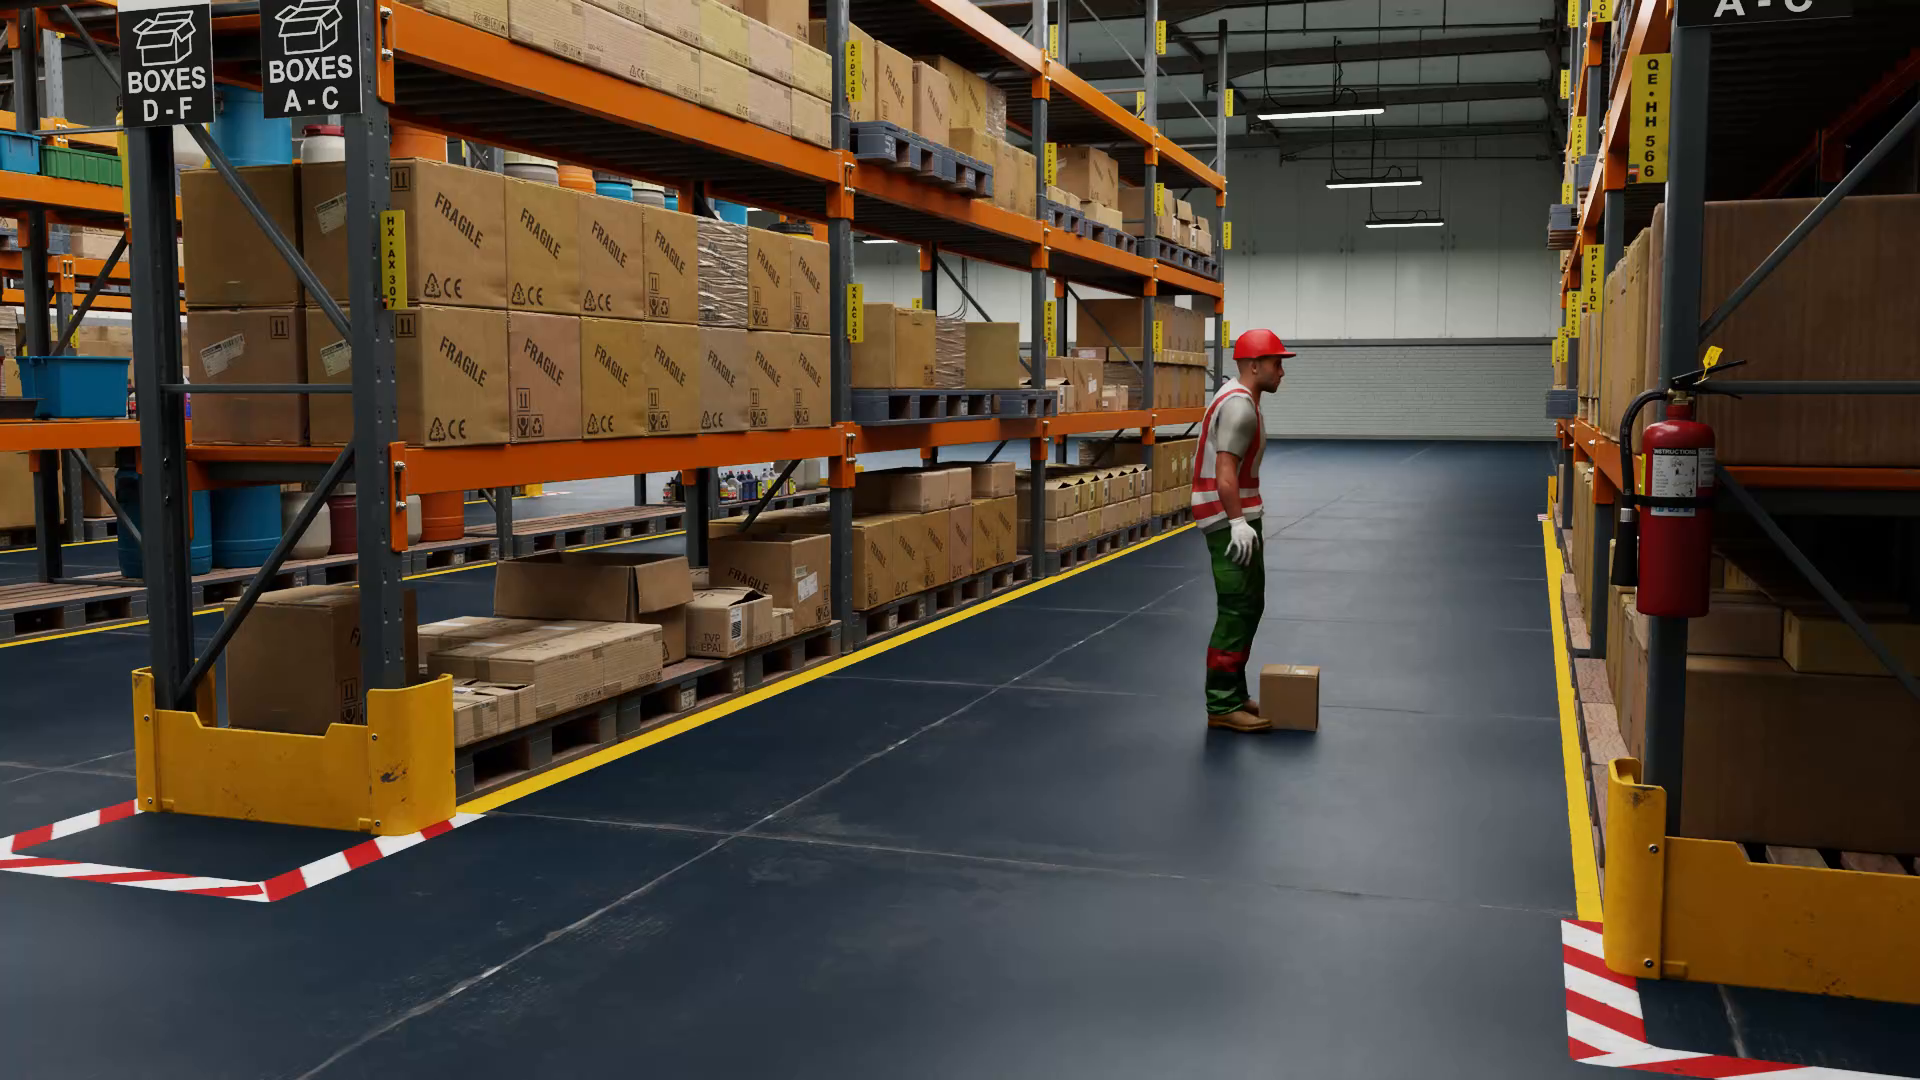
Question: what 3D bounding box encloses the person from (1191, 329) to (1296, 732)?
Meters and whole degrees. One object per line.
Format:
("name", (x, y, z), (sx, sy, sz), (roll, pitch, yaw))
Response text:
("person", (1.276, -0.059, 7.515), (0.452, 1.779, 0.618), (1, 5, 15))
